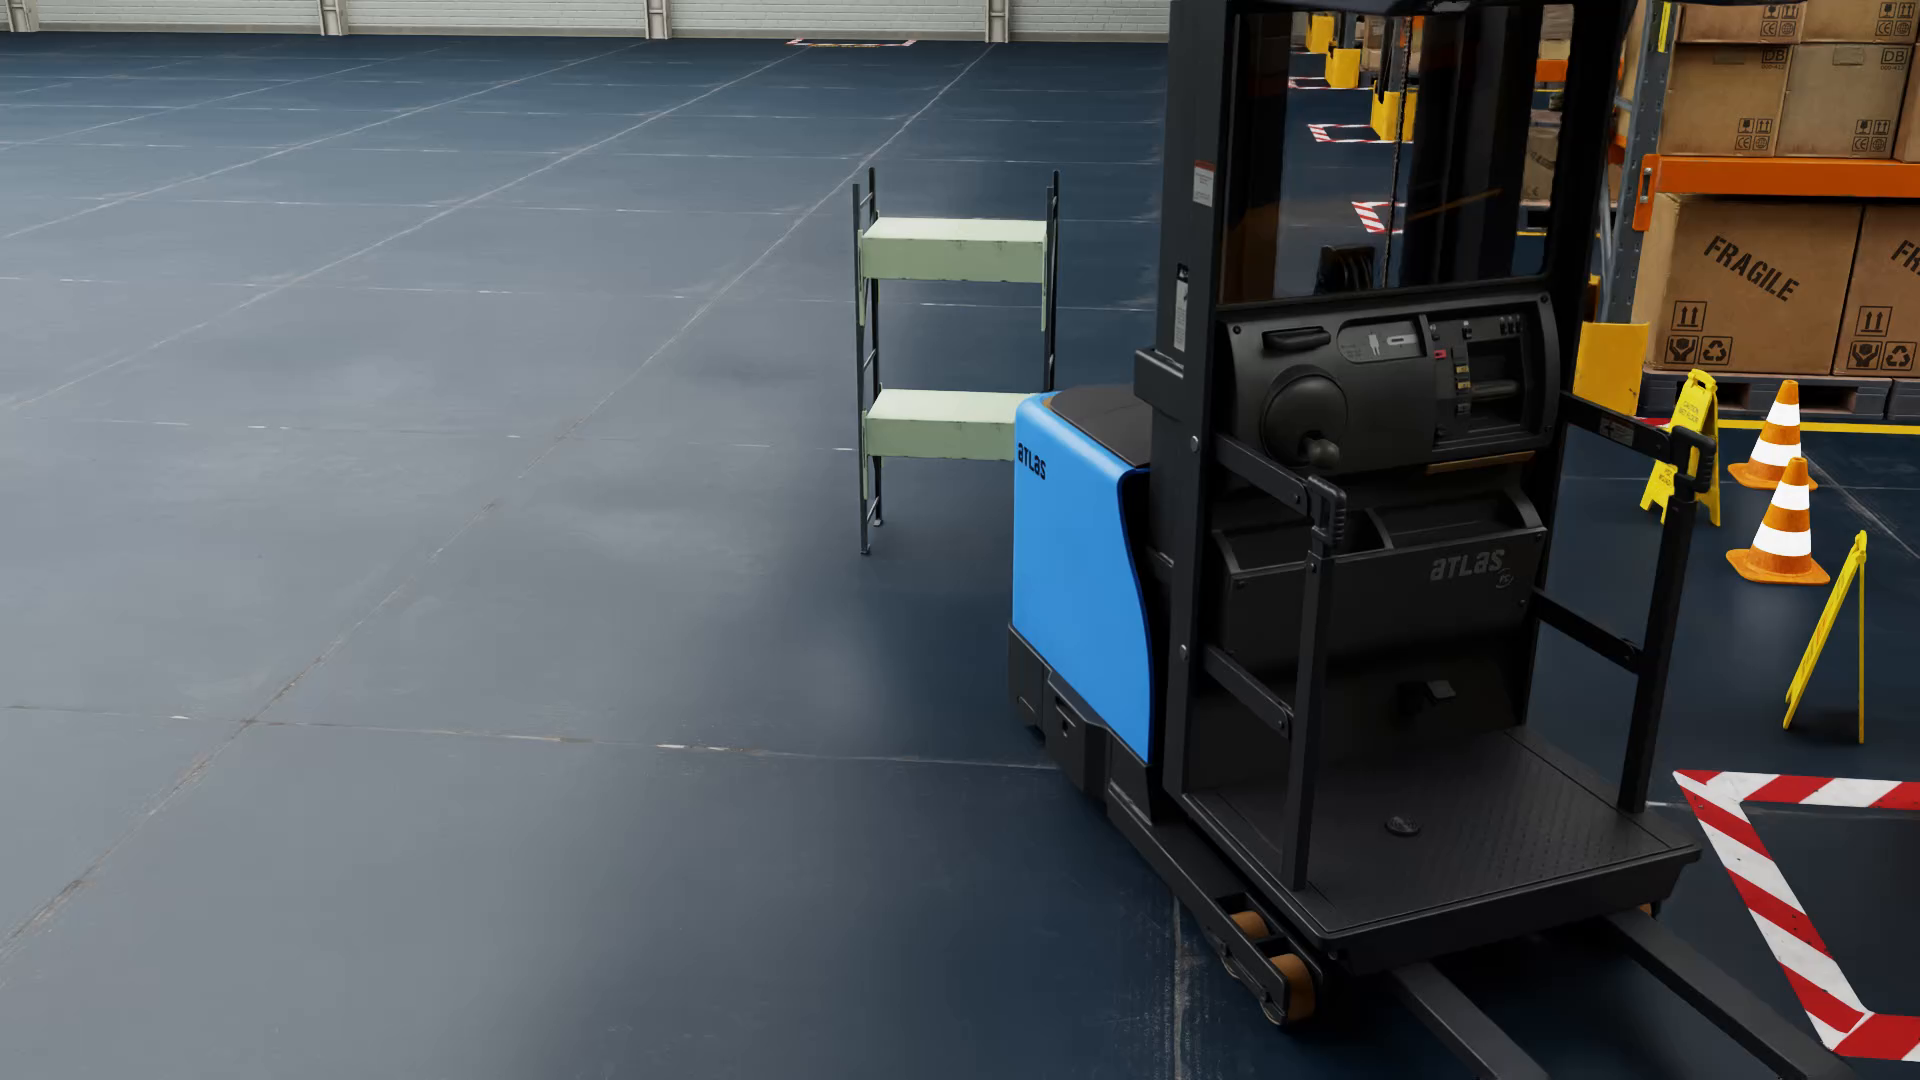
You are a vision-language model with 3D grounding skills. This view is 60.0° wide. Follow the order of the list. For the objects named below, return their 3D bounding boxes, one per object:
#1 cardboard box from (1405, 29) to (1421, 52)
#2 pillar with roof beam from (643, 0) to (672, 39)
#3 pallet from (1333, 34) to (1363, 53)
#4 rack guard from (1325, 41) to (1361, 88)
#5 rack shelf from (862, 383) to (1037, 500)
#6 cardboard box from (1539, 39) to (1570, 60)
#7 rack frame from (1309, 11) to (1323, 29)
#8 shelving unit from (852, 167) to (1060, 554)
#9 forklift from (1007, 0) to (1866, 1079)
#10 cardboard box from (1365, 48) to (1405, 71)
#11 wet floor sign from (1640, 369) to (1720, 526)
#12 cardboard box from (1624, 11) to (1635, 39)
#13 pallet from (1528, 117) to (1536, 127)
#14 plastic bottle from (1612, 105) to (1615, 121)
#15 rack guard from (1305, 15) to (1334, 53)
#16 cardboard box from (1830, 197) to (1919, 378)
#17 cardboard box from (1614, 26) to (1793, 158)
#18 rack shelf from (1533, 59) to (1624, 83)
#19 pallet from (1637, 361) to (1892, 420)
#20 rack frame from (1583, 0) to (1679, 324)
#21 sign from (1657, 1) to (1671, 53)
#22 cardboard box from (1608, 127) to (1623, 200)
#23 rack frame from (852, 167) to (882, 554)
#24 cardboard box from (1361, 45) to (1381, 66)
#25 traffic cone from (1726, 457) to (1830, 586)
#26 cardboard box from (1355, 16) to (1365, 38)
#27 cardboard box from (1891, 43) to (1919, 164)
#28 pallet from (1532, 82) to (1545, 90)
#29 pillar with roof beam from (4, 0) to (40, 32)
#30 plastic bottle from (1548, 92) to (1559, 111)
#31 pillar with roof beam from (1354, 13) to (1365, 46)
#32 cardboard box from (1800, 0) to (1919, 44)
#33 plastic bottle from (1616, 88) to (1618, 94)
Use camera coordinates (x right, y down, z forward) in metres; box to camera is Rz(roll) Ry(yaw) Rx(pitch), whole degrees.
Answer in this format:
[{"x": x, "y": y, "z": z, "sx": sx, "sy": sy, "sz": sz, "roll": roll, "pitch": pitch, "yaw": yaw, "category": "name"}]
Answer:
[{"x": 6.234, "y": -6.783, "z": 22.165, "sx": 0.500, "sy": 0.500, "sz": 0.500, "roll": 2, "pitch": 22, "yaw": 6, "category": "cardboard box"}, {"x": -5.816, "y": -11.474, "z": 23.724, "sx": 0.400, "sy": 9.000, "sz": 9.100, "roll": 2, "pitch": 22, "yaw": 6, "category": "pillar with roof beam"}, {"x": 6.688, "y": -8.103, "z": 27.150, "sx": 1.213, "sy": 0.211, "sz": 1.003, "roll": 2, "pitch": 22, "yaw": 6, "category": "pallet"}, {"x": 5.207, "y": -6.481, "z": 22.654, "sx": 0.348, "sy": 0.500, "sz": 1.175, "roll": 2, "pitch": 22, "yaw": 6, "category": "rack guard"}, {"x": -0.007, "y": -0.395, "z": 6.785, "sx": 0.720, "sy": 0.370, "sz": 0.431, "roll": 2, "pitch": 22, "yaw": 6, "category": "rack shelf"}, {"x": 4.562, "y": -3.792, "z": 12.793, "sx": 0.250, "sy": 0.149, "sz": 0.380, "roll": 2, "pitch": 22, "yaw": 6, "category": "cardboard box"}, {"x": 5.810, "y": -9.452, "z": 26.767, "sx": 0.127, "sy": 3.000, "sz": 1.000, "roll": 2, "pitch": 22, "yaw": 6, "category": "rack frame"}, {"x": -0.007, "y": -0.698, "z": 6.665, "sx": 0.755, "sy": 1.500, "sz": 0.431, "roll": 2, "pitch": 22, "yaw": 6, "category": "shelving unit"}, {"x": 1.150, "y": -0.372, "z": 3.894, "sx": 1.130, "sy": 2.935, "sz": 3.031, "roll": -8, "pitch": 23, "yaw": -19, "category": "forklift"}, {"x": 5.737, "y": -6.455, "z": 22.356, "sx": 0.500, "sy": 0.250, "sz": 0.500, "roll": 2, "pitch": 22, "yaw": 6, "category": "cardboard box"}, {"x": 3.115, "y": -0.403, "z": 7.082, "sx": 0.232, "sy": 0.644, "sz": 0.267, "roll": -1, "pitch": 22, "yaw": -3, "category": "wet floor sign"}, {"x": 5.115, "y": -4.199, "z": 12.941, "sx": 0.500, "sy": 0.500, "sz": 0.875, "roll": 2, "pitch": 22, "yaw": 6, "category": "cardboard box"}, {"x": 5.531, "y": -4.514, "z": 18.072, "sx": 1.213, "sy": 0.211, "sz": 1.003, "roll": 2, "pitch": 22, "yaw": 6, "category": "pallet"}, {"x": 6.847, "y": -4.559, "z": 17.504, "sx": 0.097, "sy": 0.271, "sz": 0.097, "roll": 0, "pitch": 22, "yaw": 0, "category": "plastic bottle"}, {"x": 5.885, "y": -8.286, "z": 27.218, "sx": 0.348, "sy": 0.500, "sz": 1.175, "roll": 2, "pitch": 22, "yaw": 6, "category": "rack guard"}, {"x": 4.932, "y": -1.384, "z": 8.680, "sx": 0.875, "sy": 0.875, "sz": 0.875, "roll": 2, "pitch": 22, "yaw": 5, "category": "cardboard box"}, {"x": 3.751, "y": -2.290, "z": 8.448, "sx": 0.550, "sy": 0.550, "sz": 0.875, "roll": 2, "pitch": 22, "yaw": 6, "category": "cardboard box"}, {"x": 6.047, "y": -3.605, "z": 12.957, "sx": 4.000, "sy": 0.370, "sz": 1.077, "roll": 2, "pitch": 22, "yaw": 6, "category": "rack shelf"}, {"x": 4.180, "y": -0.917, "z": 8.972, "sx": 1.213, "sy": 0.211, "sz": 1.003, "roll": 2, "pitch": 22, "yaw": 6, "category": "pallet"}, {"x": 3.377, "y": -2.220, "z": 8.474, "sx": 0.127, "sy": 3.000, "sz": 1.000, "roll": 2, "pitch": 22, "yaw": 6, "category": "rack frame"}, {"x": 3.306, "y": -2.457, "z": 7.789, "sx": 0.005, "sy": 0.325, "sz": 0.100, "roll": 2, "pitch": 22, "yaw": 6, "category": "sign"}, {"x": 5.277, "y": -3.012, "z": 13.308, "sx": 0.500, "sy": 0.500, "sz": 0.500, "roll": 8, "pitch": 23, "yaw": 20, "category": "cardboard box"}, {"x": -0.370, "y": -0.714, "z": 6.705, "sx": 0.023, "sy": 1.500, "sz": 0.400, "roll": 2, "pitch": 22, "yaw": 6, "category": "rack frame"}, {"x": 5.798, "y": -6.644, "z": 22.834, "sx": 0.500, "sy": 0.250, "sz": 0.500, "roll": 2, "pitch": 22, "yaw": 6, "category": "cardboard box"}, {"x": 3.267, "y": -0.101, "z": 6.565, "sx": 0.334, "sy": 0.463, "sz": 0.336, "roll": 2, "pitch": 22, "yaw": 6, "category": "traffic cone"}, {"x": 6.486, "y": -8.343, "z": 27.021, "sx": 0.500, "sy": 0.311, "sz": 0.500, "roll": 0, "pitch": 22, "yaw": 0, "category": "cardboard box"}, {"x": 4.841, "y": -2.204, "z": 8.230, "sx": 0.550, "sy": 0.550, "sz": 0.875, "roll": 2, "pitch": 22, "yaw": 6, "category": "cardboard box"}, {"x": 7.203, "y": -6.275, "z": 22.523, "sx": 1.213, "sy": 0.211, "sz": 1.003, "roll": 2, "pitch": 22, "yaw": 6, "category": "pallet"}, {"x": -17.733, "y": -11.994, "z": 25.037, "sx": 0.400, "sy": 9.000, "sz": 9.100, "roll": 2, "pitch": 22, "yaw": 6, "category": "pillar with roof beam"}, {"x": 6.519, "y": -4.818, "z": 18.255, "sx": 0.097, "sy": 0.201, "sz": 0.097, "roll": 0, "pitch": 22, "yaw": 0, "category": "plastic bottle"}, {"x": 6.100, "y": -10.955, "z": 22.410, "sx": 0.400, "sy": 9.000, "sz": 9.100, "roll": 2, "pitch": 22, "yaw": 6, "category": "pillar with roof beam"}, {"x": 4.298, "y": -2.771, "z": 8.197, "sx": 0.550, "sy": 0.550, "sz": 0.875, "roll": 2, "pitch": 22, "yaw": 6, "category": "cardboard box"}, {"x": 7.069, "y": -4.855, "z": 18.145, "sx": 0.185, "sy": 0.351, "sz": 0.144, "roll": 3, "pitch": 22, "yaw": 9, "category": "plastic bottle"}]
